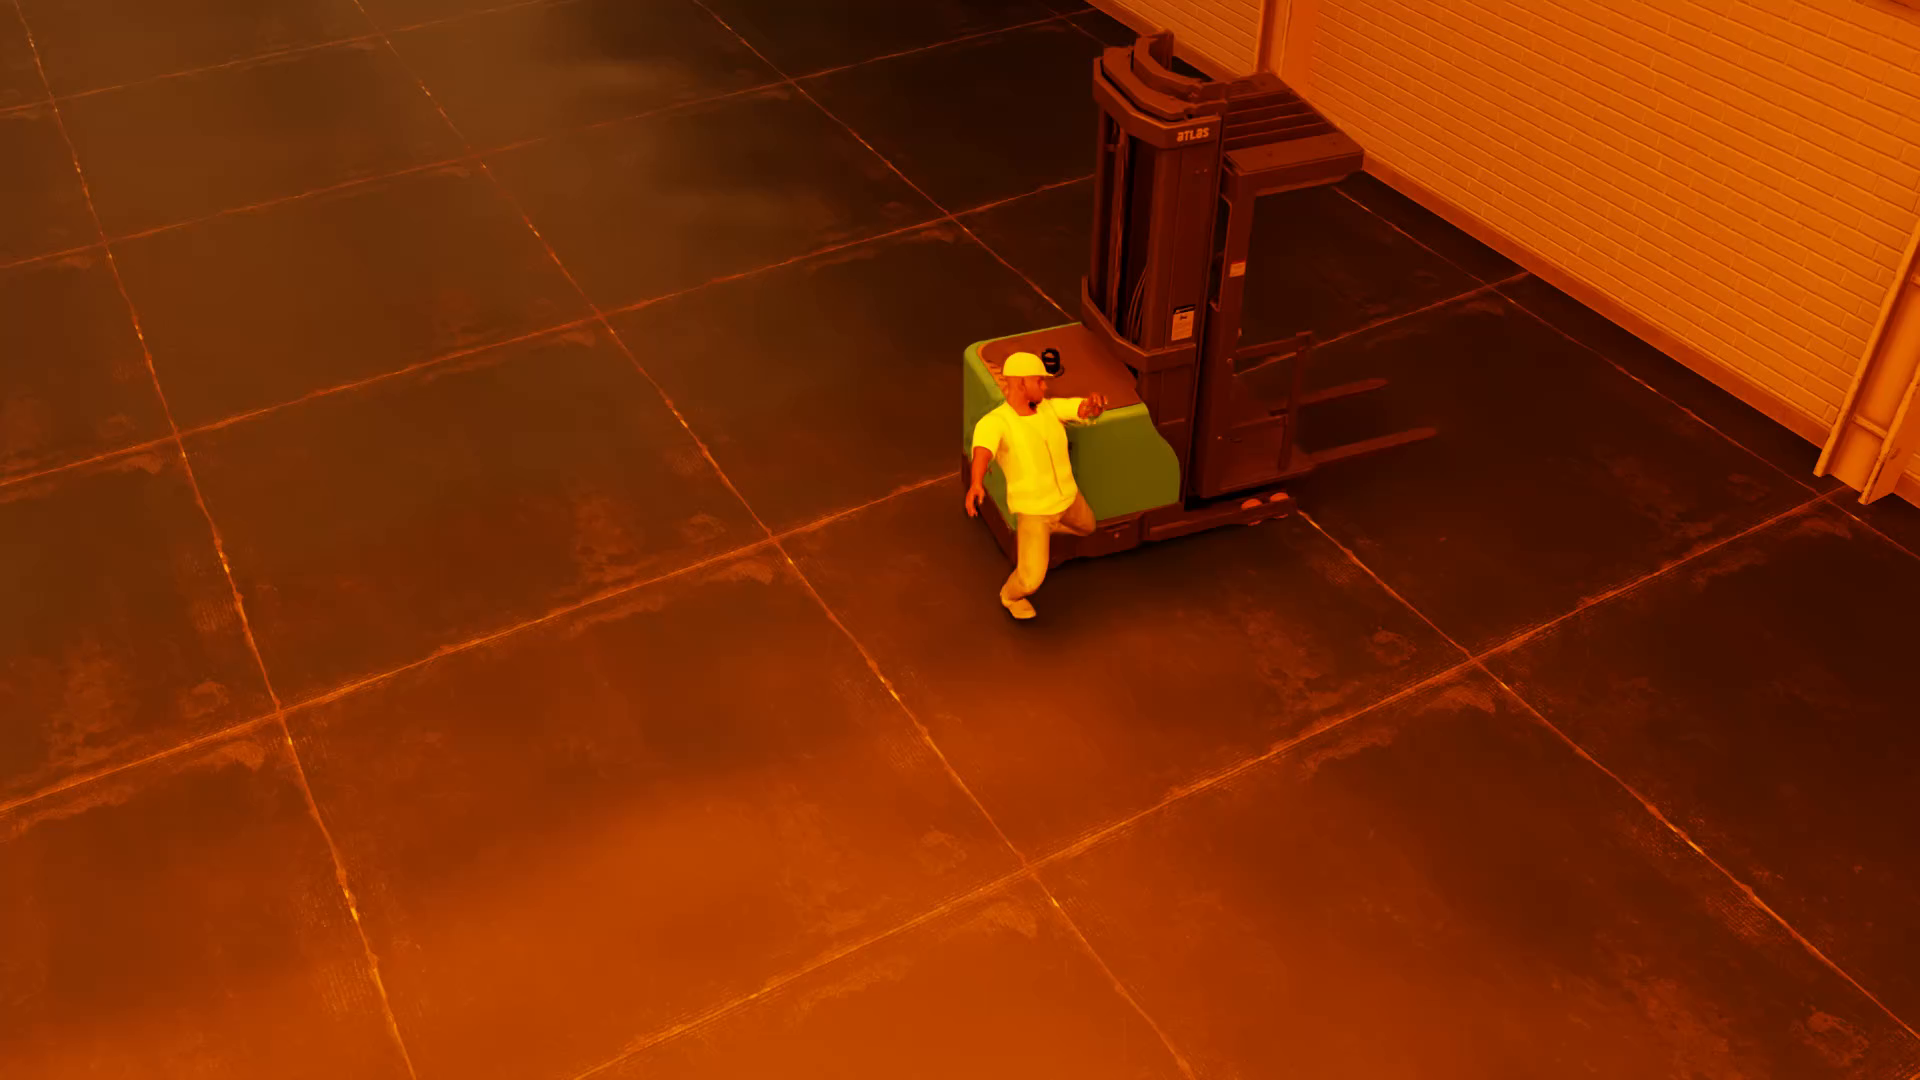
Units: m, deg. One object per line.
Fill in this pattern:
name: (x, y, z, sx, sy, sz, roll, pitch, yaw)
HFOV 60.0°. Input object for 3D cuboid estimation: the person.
person: (0.334, -0.191, 9.335, 0.738, 1.523, 1.118, 29, 47, 30)

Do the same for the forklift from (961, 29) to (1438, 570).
forklift: (1.581, -1.524, 9.874, 3.031, 2.935, 1.130, -13, 41, -15)
